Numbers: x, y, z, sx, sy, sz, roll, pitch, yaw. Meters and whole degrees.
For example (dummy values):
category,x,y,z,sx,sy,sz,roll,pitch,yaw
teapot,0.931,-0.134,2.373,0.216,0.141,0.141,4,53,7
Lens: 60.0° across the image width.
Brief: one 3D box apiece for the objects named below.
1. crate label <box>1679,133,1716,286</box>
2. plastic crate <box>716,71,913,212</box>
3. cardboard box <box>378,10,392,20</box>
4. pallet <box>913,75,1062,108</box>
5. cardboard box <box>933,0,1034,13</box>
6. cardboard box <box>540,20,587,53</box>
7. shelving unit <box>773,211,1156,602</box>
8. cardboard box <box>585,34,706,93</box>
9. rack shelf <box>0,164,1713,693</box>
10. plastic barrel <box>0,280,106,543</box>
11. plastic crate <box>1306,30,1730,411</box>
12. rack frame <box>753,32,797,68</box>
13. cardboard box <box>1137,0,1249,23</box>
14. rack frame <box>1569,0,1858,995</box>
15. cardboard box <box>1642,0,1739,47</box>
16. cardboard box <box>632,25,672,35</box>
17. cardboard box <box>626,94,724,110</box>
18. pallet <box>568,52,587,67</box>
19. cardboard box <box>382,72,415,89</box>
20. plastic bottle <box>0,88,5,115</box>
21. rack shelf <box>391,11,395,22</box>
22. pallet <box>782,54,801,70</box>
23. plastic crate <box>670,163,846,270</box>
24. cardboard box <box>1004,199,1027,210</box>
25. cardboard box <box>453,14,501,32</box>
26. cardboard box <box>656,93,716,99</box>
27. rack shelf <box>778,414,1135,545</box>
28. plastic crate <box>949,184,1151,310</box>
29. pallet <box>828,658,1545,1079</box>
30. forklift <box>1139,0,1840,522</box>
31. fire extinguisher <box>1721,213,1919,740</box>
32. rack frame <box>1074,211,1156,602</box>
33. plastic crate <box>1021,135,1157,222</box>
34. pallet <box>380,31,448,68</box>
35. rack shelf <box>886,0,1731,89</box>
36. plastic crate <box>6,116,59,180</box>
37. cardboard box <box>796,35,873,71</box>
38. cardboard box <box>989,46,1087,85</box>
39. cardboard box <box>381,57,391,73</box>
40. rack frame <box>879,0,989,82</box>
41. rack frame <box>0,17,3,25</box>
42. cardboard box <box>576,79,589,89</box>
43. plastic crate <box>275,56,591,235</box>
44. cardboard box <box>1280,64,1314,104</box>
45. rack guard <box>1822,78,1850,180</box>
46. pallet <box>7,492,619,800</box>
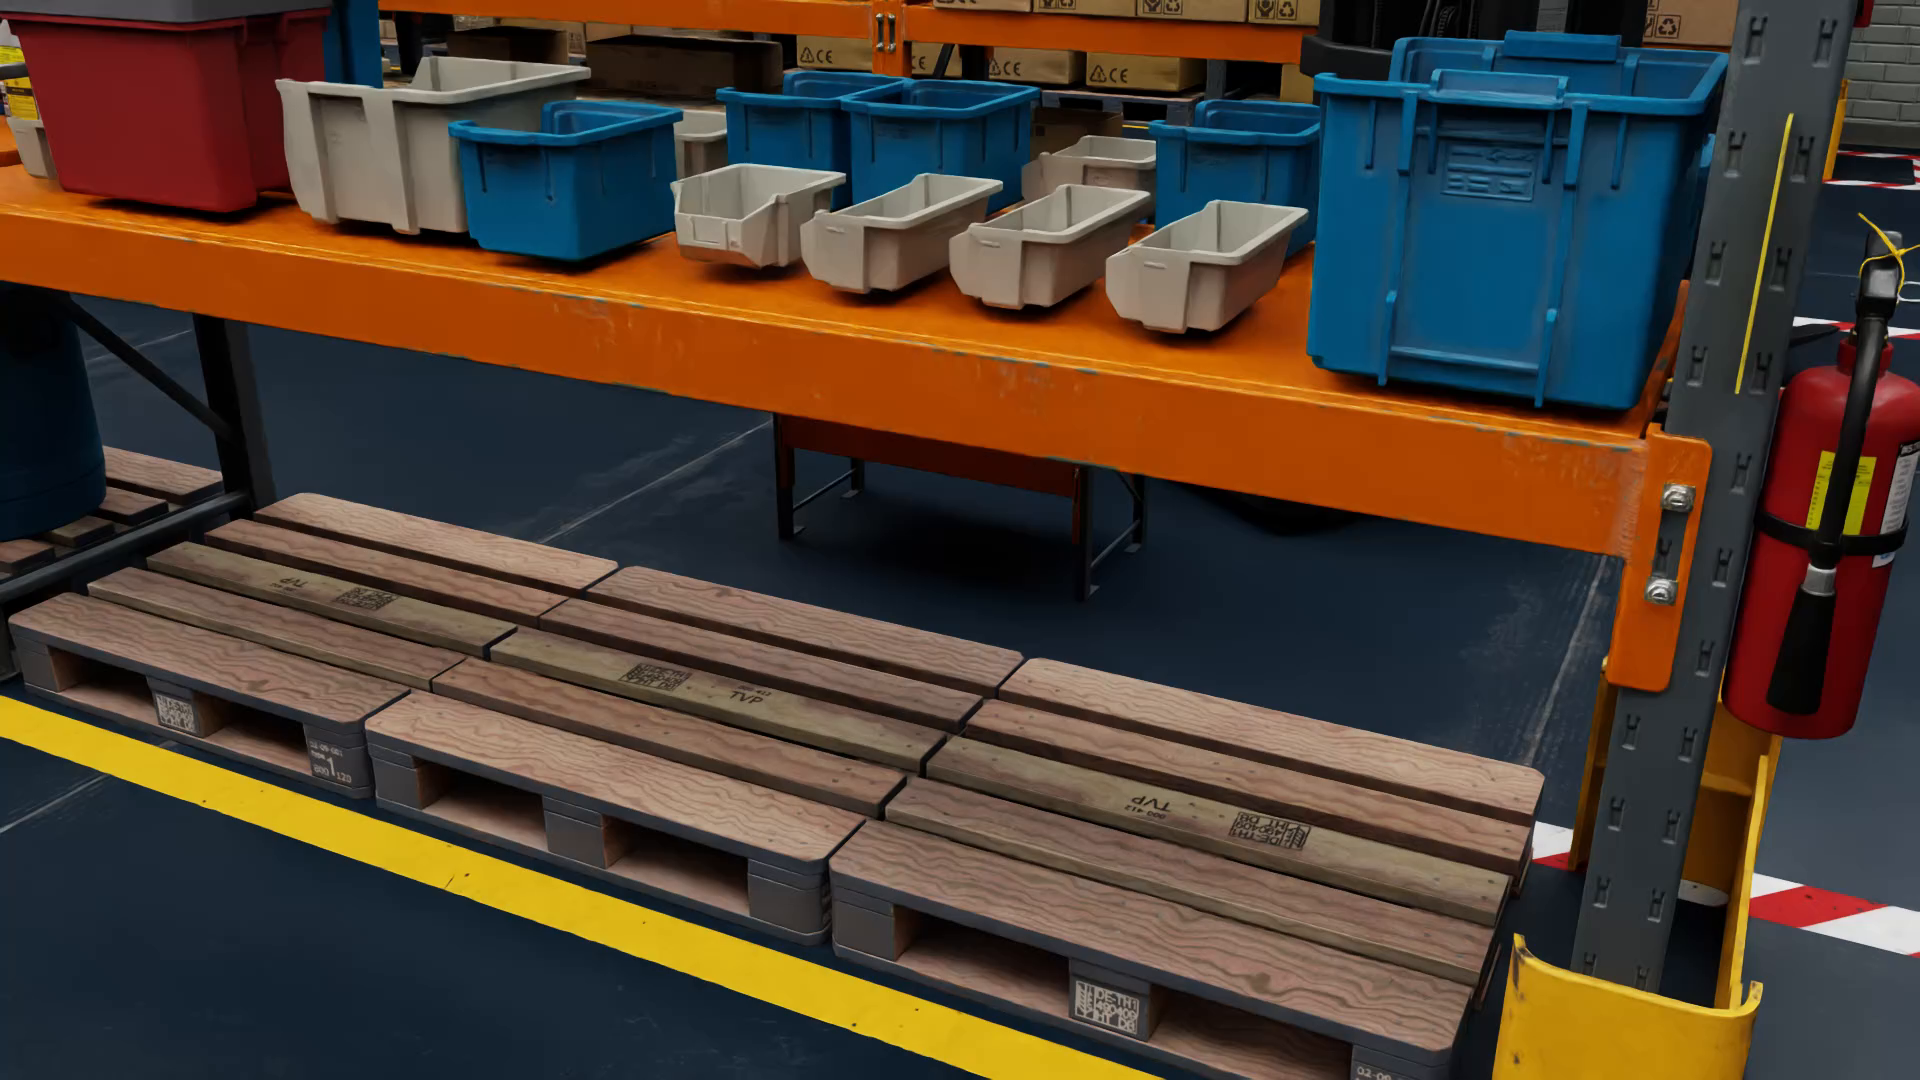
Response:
category,x,y,z,sx,sy,sz,roll,pitch,yaw
crate label,1.139,-0.575,2.905,0.303,0.233,0.416,11,25,25
plastic crate,-0.304,-0.860,3.577,0.300,0.233,0.416,11,25,25
cardboard box,-5.973,-5.266,16.431,0.500,0.500,0.500,9,25,21
pallet,0.296,-3.673,13.618,1.213,0.211,1.003,11,25,25
cardboard box,0.211,-2.762,7.784,0.500,0.500,0.500,12,26,26
cardboard box,-3.443,-4.794,15.323,0.500,0.500,0.700,12,26,25
shelving unit,0.006,-0.516,5.027,1.048,1.125,0.538,11,25,25
cardboard box,-1.783,-2.734,9.519,0.500,0.250,0.500,11,25,24
rack shelf,-0.574,-0.487,3.483,4.000,0.370,1.077,11,25,25
plastic barrel,-2.837,-0.501,4.741,0.708,0.901,0.600,11,25,25
plastic crate,0.827,-0.503,2.478,0.499,0.435,0.616,11,25,25
rack frame,-1.459,-5.338,13.969,0.127,3.000,1.000,11,25,25
cardboard box,1.115,-2.583,7.364,0.500,0.500,0.500,11,25,24
rack frame,1.211,-0.465,2.511,0.127,3.000,1.000,11,25,25
cardboard box,2.926,-2.225,6.521,0.500,0.500,0.500,12,26,26
cardboard box,-2.532,-4.631,14.938,0.500,0.500,0.700,11,25,24
cardboard box,-1.575,-2.119,9.032,0.500,0.500,0.500,12,26,25
pallet,-3.240,-4.409,15.348,1.213,0.211,1.003,11,25,25
cardboard box,-3.413,-2.479,9.879,0.500,0.500,0.500,12,26,27
plastic bottle,-2.811,-1.381,4.829,0.097,0.271,0.097,0,23,0
rack shelf,-5.475,-3.629,10.871,4.000,0.370,1.077,11,25,25
pallet,-2.155,-4.193,14.841,1.213,0.211,1.003,11,25,25
plastic crate,-0.383,-0.595,3.077,0.250,0.136,0.298,11,25,25
cardboard box,0.156,-1.716,8.327,0.500,0.311,0.500,11,25,25
cardboard box,-4.364,-4.972,15.741,0.500,0.500,0.700,12,26,26
cardboard box,-1.366,-2.305,9.469,0.500,0.500,0.500,12,26,25
rack shelf,0.006,-0.291,5.123,1.000,0.278,0.538,11,25,25
plastic crate,0.149,-0.509,2.873,0.243,0.136,0.396,11,25,25
pallet,0.492,0.659,3.431,1.213,0.211,1.003,11,25,25
forklift,2.061,-1.813,5.769,3.031,2.935,1.130,-13,26,-27
fire extinguisher,1.140,-0.073,2.164,0.183,0.674,0.296,11,25,25
rack frame,0.460,-0.427,4.816,0.032,1.125,0.500,11,25,25
plastic crate,0.284,-0.736,3.407,0.298,0.136,0.250,11,25,25
pallet,-5.644,-4.867,16.426,1.213,0.211,1.003,11,25,25
rack shelf,1.664,-2.217,7.549,4.000,0.370,1.077,11,25,25
plastic crate,-2.008,-0.946,3.902,0.243,0.136,0.396,11,25,25
cardboard box,-0.862,-4.366,13.895,0.750,0.750,0.750,11,25,24
cardboard box,0.678,-4.061,13.177,0.750,0.750,0.750,12,26,26
cardboard box,-4.025,-2.988,10.704,0.500,0.311,0.500,12,26,26
rack frame,-0.121,-2.901,8.239,0.127,3.000,1.000,11,25,25
rack frame,-7.260,-4.314,11.560,0.127,3.000,1.000,11,25,25
cardboard box,-2.288,-2.485,9.892,0.500,0.500,0.500,10,25,23
plastic crate,-1.080,-0.811,3.398,0.530,0.282,0.437,11,25,25
cardboard box,2.732,-3.507,12.321,0.500,0.500,0.700,12,26,25
rack guard,5.702,-2.771,11.127,0.348,0.500,1.175,11,25,25
pallet,-1.685,0.228,4.445,1.213,0.211,1.003,11,25,25
